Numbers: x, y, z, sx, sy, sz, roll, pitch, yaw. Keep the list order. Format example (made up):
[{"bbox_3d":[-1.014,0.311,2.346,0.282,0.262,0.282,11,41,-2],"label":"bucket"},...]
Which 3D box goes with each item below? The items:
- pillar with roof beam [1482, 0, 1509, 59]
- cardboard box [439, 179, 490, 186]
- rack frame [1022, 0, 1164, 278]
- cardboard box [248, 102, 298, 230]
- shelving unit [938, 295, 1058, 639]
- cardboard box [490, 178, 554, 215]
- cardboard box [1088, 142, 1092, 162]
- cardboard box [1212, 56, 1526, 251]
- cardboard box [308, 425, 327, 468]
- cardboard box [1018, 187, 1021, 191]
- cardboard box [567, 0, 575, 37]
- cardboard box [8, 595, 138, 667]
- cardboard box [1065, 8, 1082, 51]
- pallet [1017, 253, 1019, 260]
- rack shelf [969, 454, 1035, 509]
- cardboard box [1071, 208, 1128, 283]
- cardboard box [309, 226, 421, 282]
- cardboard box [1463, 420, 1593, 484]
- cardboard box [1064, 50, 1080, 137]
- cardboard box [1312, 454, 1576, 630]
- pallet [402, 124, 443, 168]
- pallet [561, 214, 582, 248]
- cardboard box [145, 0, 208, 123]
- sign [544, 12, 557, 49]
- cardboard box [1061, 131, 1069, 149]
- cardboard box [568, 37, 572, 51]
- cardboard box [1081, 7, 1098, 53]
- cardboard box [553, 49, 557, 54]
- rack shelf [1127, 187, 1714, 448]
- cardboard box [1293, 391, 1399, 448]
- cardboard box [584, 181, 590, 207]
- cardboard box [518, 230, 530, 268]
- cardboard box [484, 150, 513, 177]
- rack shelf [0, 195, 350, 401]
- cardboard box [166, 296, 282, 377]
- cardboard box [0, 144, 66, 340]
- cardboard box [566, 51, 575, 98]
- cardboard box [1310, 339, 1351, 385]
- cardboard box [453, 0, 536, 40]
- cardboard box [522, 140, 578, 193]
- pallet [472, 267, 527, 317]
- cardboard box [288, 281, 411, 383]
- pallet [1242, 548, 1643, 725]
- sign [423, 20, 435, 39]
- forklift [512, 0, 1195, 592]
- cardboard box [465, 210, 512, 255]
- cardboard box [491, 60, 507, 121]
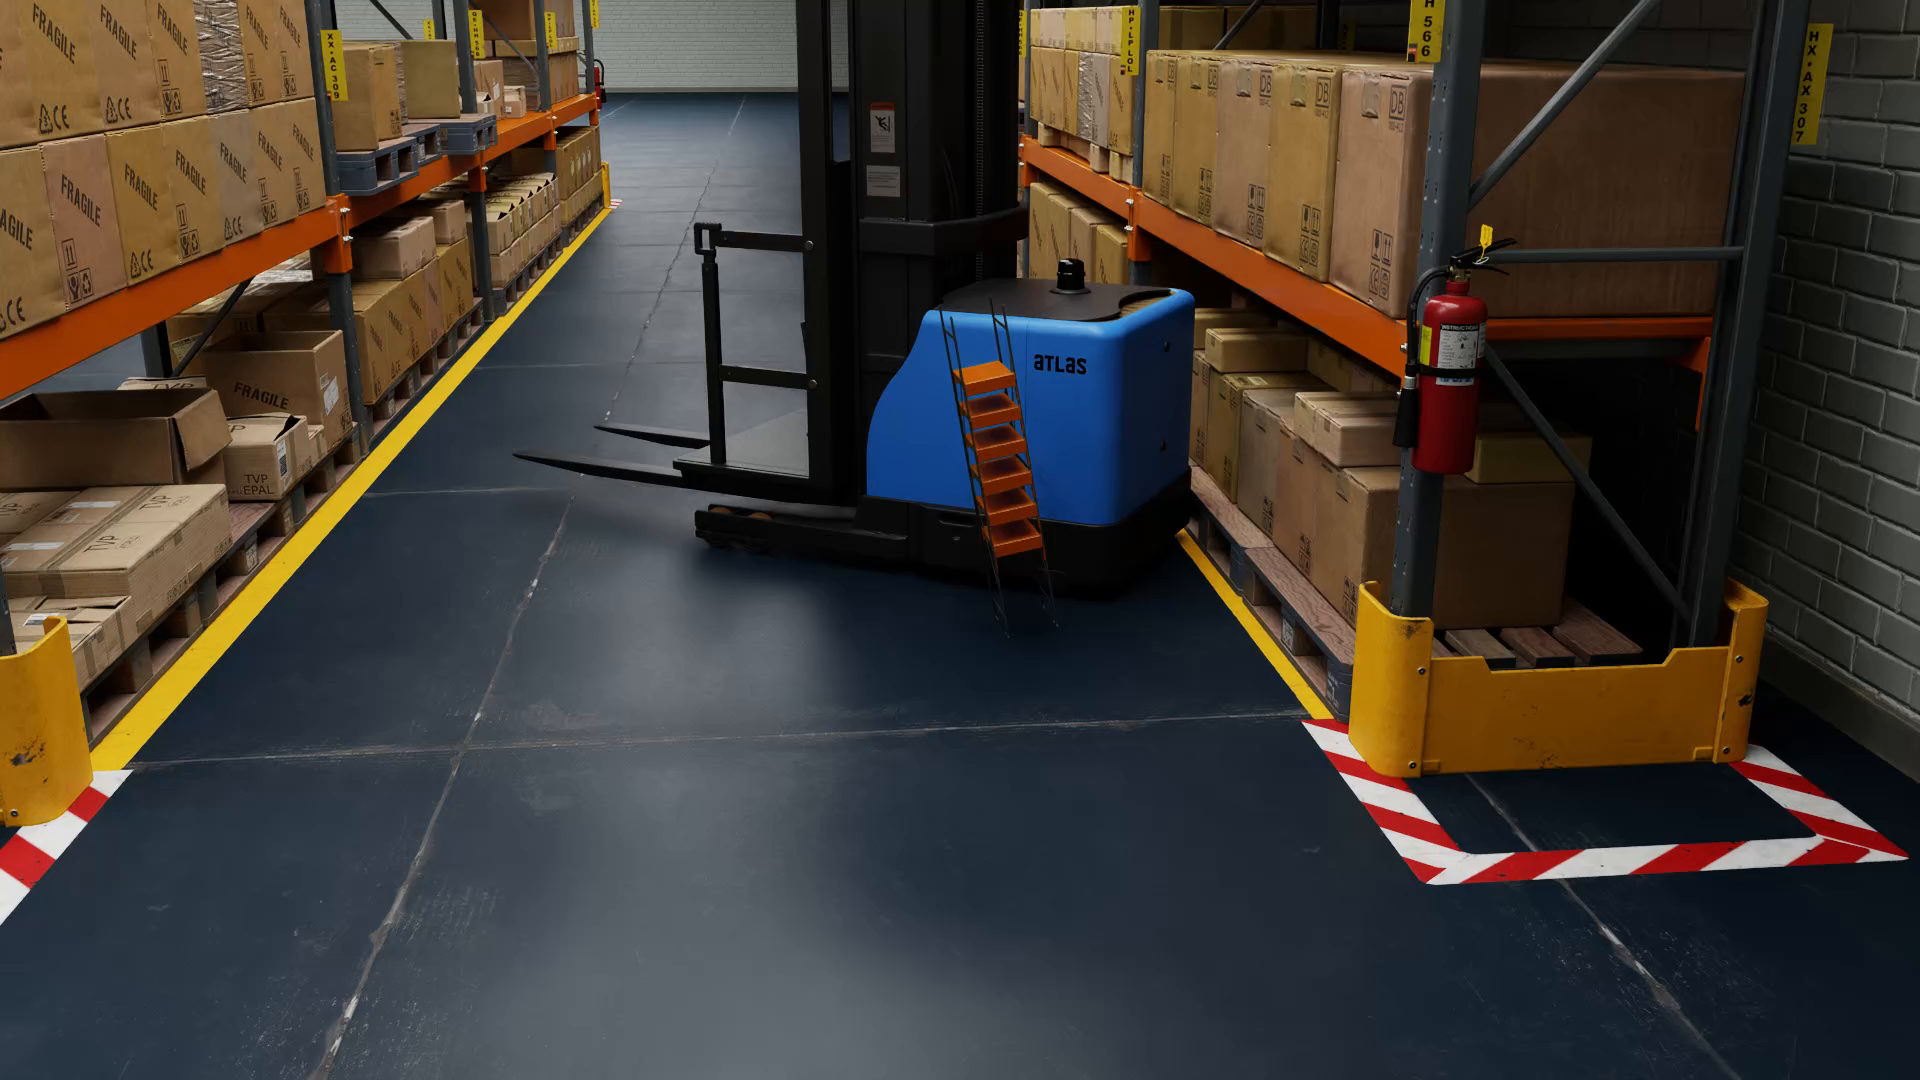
[{"bbox_3d":[-1.958,-4.539,6.612,9.100,9.000,0.400,-2,18,-6],"label":"pillar with roof beam"},{"bbox_3d":[-4.520,-3.097,14.987,0.500,0.311,0.500,-2,18,-6],"label":"cardboard box"},{"bbox_3d":[0.979,-3.184,12.310,1.000,3.000,0.127,-2,18,-6],"label":"rack frame"},{"bbox_3d":[-3.174,-1.591,7.069,0.500,0.500,0.500,-1,17,-4],"label":"cardboard box"},{"bbox_3d":[0.141,-0.255,5.959,0.189,1.200,0.258,-13,19,-7],"label":"shelving unit"},{"bbox_3d":[-3.974,-3.111,15.030,0.500,0.311,0.500,-1,17,-4],"label":"cardboard box"},{"bbox_3d":[0.987,-2.353,10.051,0.380,0.149,0.250,-2,18,-7],"label":"cardboard box"},{"bbox_3d":[1.586,-1.539,6.570,0.980,0.700,0.700,-3,18,-8],"label":"cardboard box"},{"bbox_3d":[-3.096,-0.417,7.521,0.380,0.149,0.250,-2,18,-6],"label":"cardboard box"},{"bbox_3d":[0.774,-2.868,14.744,0.700,0.500,0.500,-2,17,-5],"label":"cardboard box"},{"bbox_3d":[-4.733,-5.924,18.707,0.700,0.500,0.500,-2,18,-5],"label":"cardboard box"},{"bbox_3d":[-2.850,0.286,5.254,0.380,0.166,0.250,-2,18,-6],"label":"cardboard box"},{"bbox_3d":[0.940,-3.136,10.211,0.500,0.250,0.500,-2,18,-7],"label":"cardboard box"},{"bbox_3d":[0.777,-2.449,14.624,1.003,0.211,1.213,-2,18,-6],"label":"pallet"},{"bbox_3d":[0.148,-0.214,5.974,0.180,0.103,0.258,-13,19,-7],"label":"rack shelf"},{"bbox_3d":[1.100,-1.621,10.220,0.750,0.750,0.750,-1,17,-4],"label":"cardboard box"},{"bbox_3d":[-3.446,-1.662,9.651,0.500,0.250,0.500,-2,18,-6],"label":"cardboard box"},{"bbox_3d":[1.844,-0.292,5.488,0.380,0.149,0.250,-2,18,-5],"label":"cardboard box"},{"bbox_3d":[0.930,-2.771,10.299,0.500,0.500,0.500,-1,17,-4],"label":"cardboard box"},{"bbox_3d":[1.632,-0.013,5.684,0.700,0.500,0.500,-2,18,-6],"label":"cardboard box"},{"bbox_3d":[-3.743,-2.359,10.002,1.003,0.211,1.213,-2,18,-6],"label":"pallet"},{"bbox_3d":[-4.401,-3.129,16.791,1.003,0.211,1.213,-2,18,-6],"label":"pallet"},{"bbox_3d":[-3.068,-1.767,5.962,0.500,0.500,0.500,-2,18,-6],"label":"cardboard box"},{"bbox_3d":[-3.822,-4.755,15.516,0.100,0.325,0.005,-2,18,-6],"label":"sign"},{"bbox_3d":[0.891,-2.740,11.282,0.380,0.149,0.250,-2,18,-6],"label":"cardboard box"},{"bbox_3d":[-4.466,-5.433,18.225,0.380,0.149,0.250,-2,17,-5],"label":"cardboard box"},{"bbox_3d":[0.993,-2.985,9.727,0.500,0.250,0.500,-1,17,-5],"label":"cardboard box"},{"bbox_3d":[-4.333,-5.048,16.999,0.380,0.149,0.250,-2,18,-7],"label":"cardboard box"},{"bbox_3d":[1.597,-1.053,6.723,1.077,0.370,4.000,-2,18,-6],"label":"rack shelf"},{"bbox_3d":[1.410,-0.432,5.933,0.380,0.149,0.250,-1,17,-4],"label":"cardboard box"},{"bbox_3d":[-4.258,-3.704,17.857,0.500,0.250,0.500,-2,18,-6],"label":"cardboard box"},{"bbox_3d":[-3.823,-2.387,13.663,0.500,0.250,0.500,-2,18,-7],"label":"cardboard box"},{"bbox_3d":[-4.666,-3.748,16.745,0.500,0.500,0.500,-2,18,-6],"label":"cardboard box"},{"bbox_3d":[-3.329,-0.899,6.232,1.077,0.370,4.000,-2,18,-6],"label":"rack shelf"},{"bbox_3d":[-3.872,-0.993,8.771,0.500,0.500,0.500,-2,18,-6],"label":"cardboard box"},{"bbox_3d":[-2.907,-0.834,4.659,0.500,0.500,0.500,-1,17,-4],"label":"cardboard box"},{"bbox_3d":[-4.679,-5.165,18.453,0.700,0.500,0.500,-1,17,-4],"label":"cardboard box"},{"bbox_3d":[1.686,-0.745,6.931,0.380,0.149,0.250,-2,18,-7],"label":"cardboard box"},{"bbox_3d":[-4.413,-5.020,15.826,0.700,0.500,0.500,-2,18,-5],"label":"cardboard box"},{"bbox_3d":[-4.157,-3.764,16.796,0.500,0.500,0.500,-2,18,-6],"label":"cardboard box"},{"bbox_3d":[-3.994,-1.945,13.021,1.003,0.211,1.213,-2,18,-6],"label":"pallet"},{"bbox_3d":[-3.409,-1.165,9.319,0.500,0.500,0.500,-2,17,-5],"label":"cardboard box"},{"bbox_3d":[1.643,0.295,5.886,1.003,0.211,1.213,-2,18,-6],"label":"pallet"},{"bbox_3d":[-4.913,-4.654,15.417,0.100,0.325,0.005,-2,18,-6],"label":"sign"},{"bbox_3d":[-0.566,-1.479,6.995,3.031,2.935,1.130,8,19,24],"label":"forklift"},{"bbox_3d":[-3.710,-2.351,12.610,0.500,0.311,0.500,-1,17,-4],"label":"cardboard box"},{"bbox_3d":[-4.244,-3.883,14.369,0.500,0.500,0.500,-1,17,-2],"label":"cardboard box"}]
